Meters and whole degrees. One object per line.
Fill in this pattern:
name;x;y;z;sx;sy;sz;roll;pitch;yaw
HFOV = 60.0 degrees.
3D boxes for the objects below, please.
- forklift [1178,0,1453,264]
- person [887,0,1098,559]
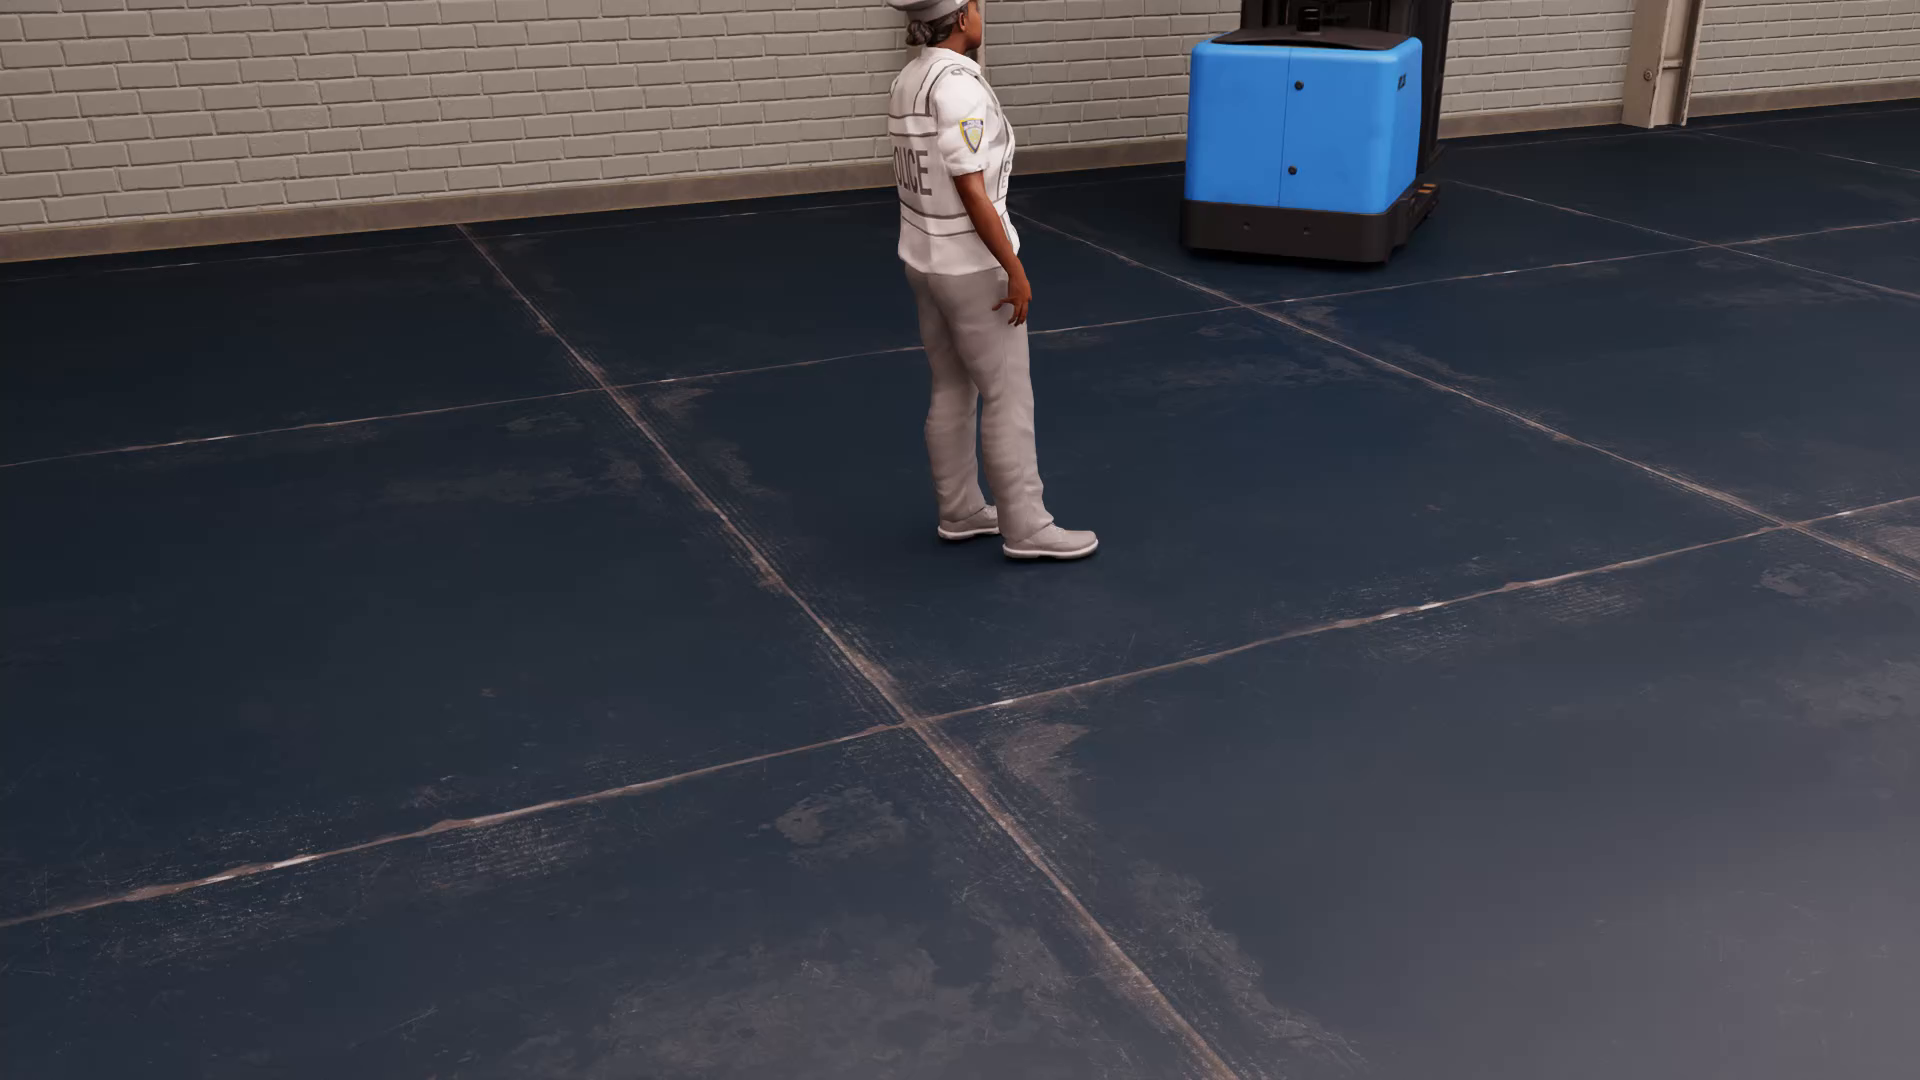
forklift;2.170;-3.258;9.128;1.130;2.935;3.031;9;24;21
person;0.077;-0.795;4.791;0.528;1.695;0.569;-10;25;-23
